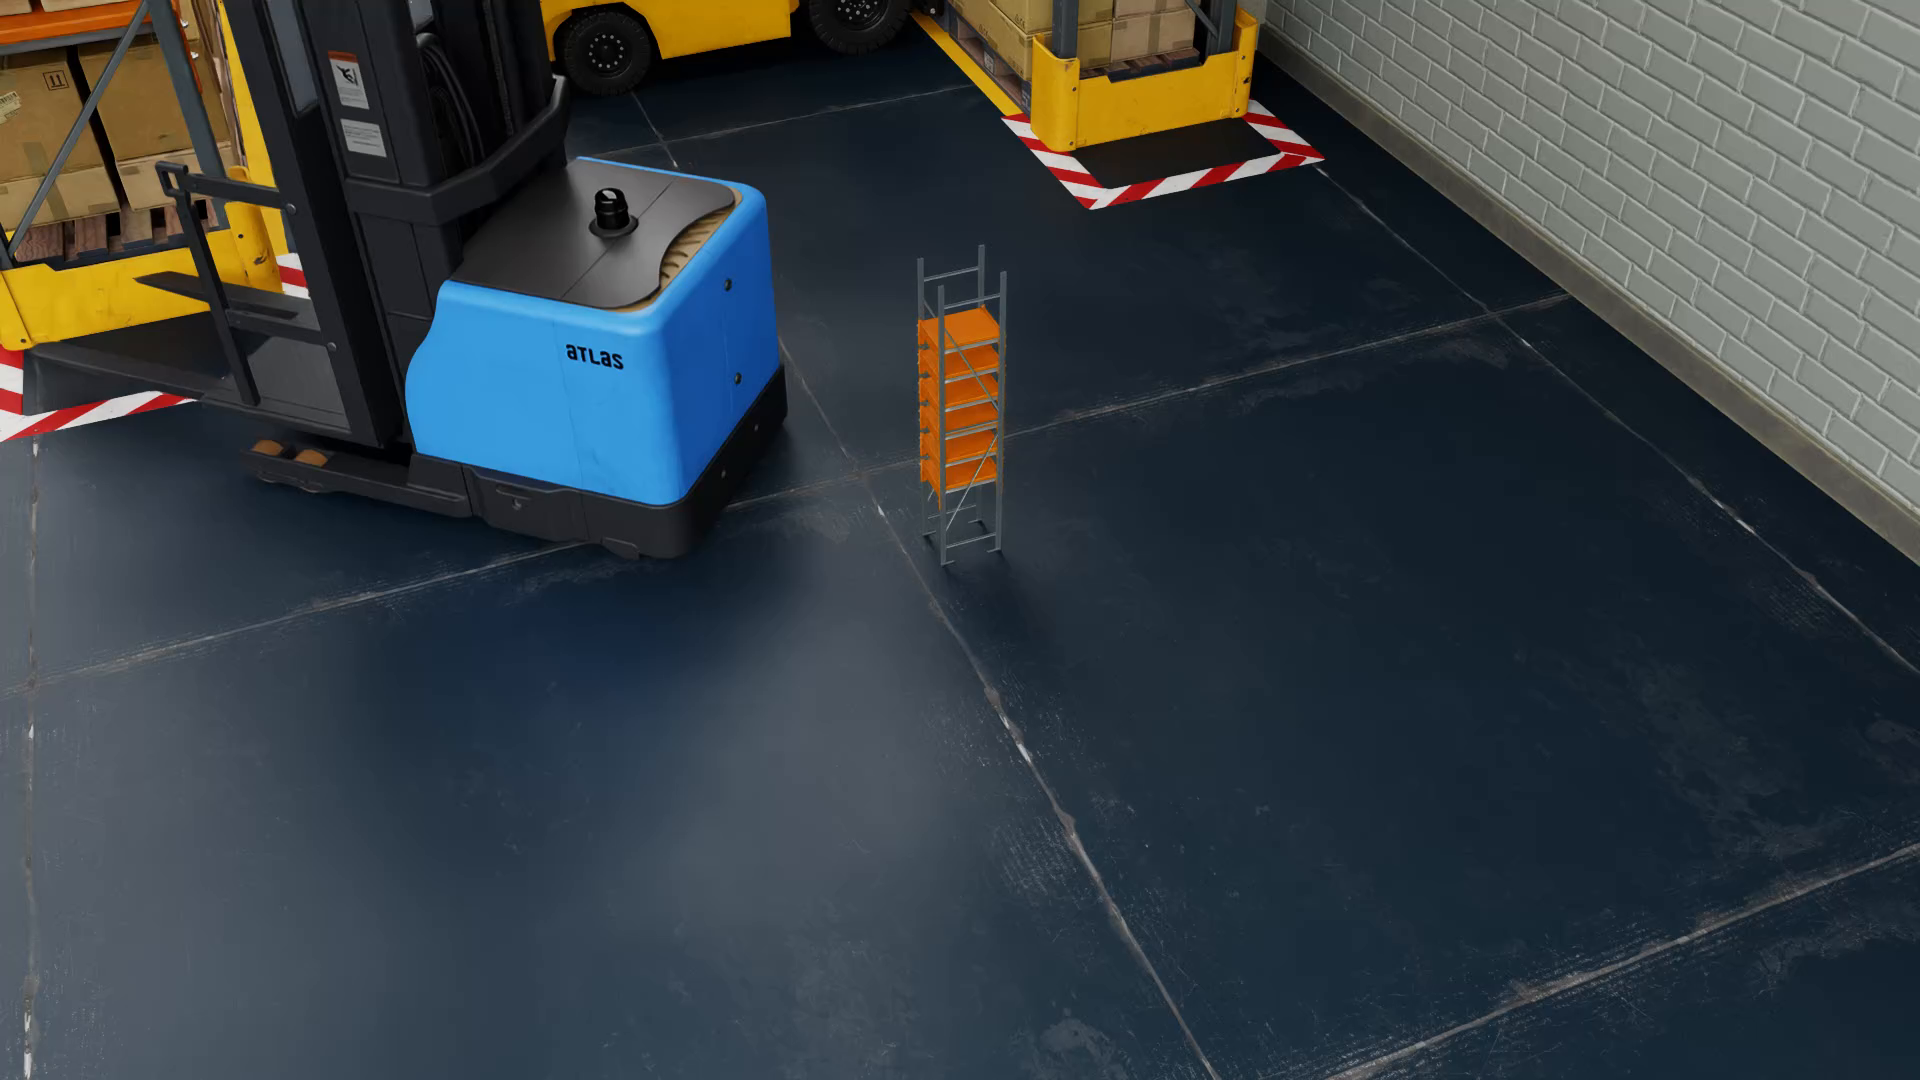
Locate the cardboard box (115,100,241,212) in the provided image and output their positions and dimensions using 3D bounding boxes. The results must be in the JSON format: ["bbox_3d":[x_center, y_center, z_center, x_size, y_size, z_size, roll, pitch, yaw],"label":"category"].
[{"bbox_3d":[-3.690,-1.820,7.852,0.500,0.250,0.500,-15,43,-17],"label":"cardboard box"}]

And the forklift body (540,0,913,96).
[{"bbox_3d":[-1.463,-3.754,8.966,2.313,2.155,1.214,-15,43,-17],"label":"forklift body"}]

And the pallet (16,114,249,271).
[{"bbox_3d":[-3.944,-1.635,7.989,1.003,0.211,1.213,-15,43,-17],"label":"pallet"}]

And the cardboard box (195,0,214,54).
[{"bbox_3d":[-4.088,-2.736,8.343,0.500,0.500,0.500,-14,43,-16],"label":"cardboard box"}]

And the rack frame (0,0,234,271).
[{"bbox_3d":[-3.637,-2.148,6.447,1.000,3.000,0.127,-15,43,-17],"label":"rack frame"}]

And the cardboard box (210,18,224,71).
[{"bbox_3d":[-4.099,-2.455,8.591,0.500,0.250,0.500,-12,42,-14],"label":"cardboard box"}]

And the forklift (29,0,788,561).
[{"bbox_3d":[-2.273,-1.608,5.872,3.031,2.935,1.130,12,42,14],"label":"forklift"}]

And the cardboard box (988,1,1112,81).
[{"bbox_3d":[0.476,-2.709,8.887,0.500,0.250,0.500,-15,43,-17],"label":"cardboard box"}]

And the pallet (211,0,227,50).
[{"bbox_3d":[-4.878,-3.105,9.698,1.003,0.211,1.213,-15,43,-17],"label":"pallet"}]

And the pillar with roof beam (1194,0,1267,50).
[{"bbox_3d":[-2.463,-5.234,5.434,9.100,9.000,0.400,-15,43,-17],"label":"pillar with roof beam"}]

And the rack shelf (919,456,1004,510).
[{"bbox_3d":[0.006,-0.231,6.034,0.258,0.103,0.180,-15,43,-17],"label":"rack shelf"}]

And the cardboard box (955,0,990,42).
[{"bbox_3d":[0.294,-3.011,9.238,0.500,0.250,0.500,-15,43,-17],"label":"cardboard box"}]

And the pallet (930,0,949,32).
[{"bbox_3d":[0.153,-3.515,10.176,1.003,0.211,1.213,-15,43,-17],"label":"pallet"}]

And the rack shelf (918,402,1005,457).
[{"bbox_3d":[0.006,-0.413,5.878,0.258,0.103,0.180,-15,43,-17],"label":"rack shelf"}]

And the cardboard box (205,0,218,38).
[{"bbox_3d":[-4.290,-2.759,8.945,0.500,0.250,0.500,-14,43,-16],"label":"cardboard box"}]

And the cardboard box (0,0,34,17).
[{"bbox_3d":[-3.978,-2.225,6.729,0.380,0.149,0.250,-14,43,-15],"label":"cardboard box"}]

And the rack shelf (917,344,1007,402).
[{"bbox_3d":[0.006,-0.594,5.721,0.258,0.103,0.180,-15,43,-17],"label":"rack shelf"}]

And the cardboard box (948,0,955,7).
[{"bbox_3d":[0.111,-3.315,9.591,0.500,0.250,0.500,-15,43,-16],"label":"cardboard box"}]

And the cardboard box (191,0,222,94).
[{"bbox_3d":[-3.904,-2.432,7.989,0.500,0.500,0.500,-17,43,-18],"label":"cardboard box"}]

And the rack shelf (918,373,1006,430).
[{"bbox_3d":[0.006,-0.504,5.799,0.258,0.103,0.180,-15,43,-17],"label":"rack shelf"}]

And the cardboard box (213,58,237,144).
[{"bbox_3d":[-3.878,-2.129,8.212,0.500,0.250,0.500,-14,43,-15],"label":"cardboard box"}]

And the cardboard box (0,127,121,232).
[{"bbox_3d":[-4.204,-1.699,7.712,0.500,0.250,0.500,-15,43,-17],"label":"cardboard box"}]

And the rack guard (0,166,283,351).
[{"bbox_3d":[-3.666,-1.246,7.316,1.175,0.500,0.348,-15,43,-17],"label":"rack guard"}]

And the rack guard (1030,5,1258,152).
[{"bbox_3d":[0.957,-2.426,8.688,1.175,0.500,0.348,-15,43,-17],"label":"rack guard"}]

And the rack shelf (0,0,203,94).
[{"bbox_3d":[-4.402,-3.080,8.083,1.077,0.370,4.000,-15,43,-17],"label":"rack shelf"}]

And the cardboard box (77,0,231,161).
[{"bbox_3d":[-3.700,-2.118,7.624,0.500,0.500,0.500,-16,43,-18],"label":"cardboard box"}]

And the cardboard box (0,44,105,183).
[{"bbox_3d":[-4.184,-1.967,7.448,0.500,0.500,0.500,-15,43,-17],"label":"cardboard box"}]

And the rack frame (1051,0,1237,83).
[{"bbox_3d":[0.948,-3.389,7.890,1.000,3.000,0.127,-15,43,-17],"label":"rack frame"}]

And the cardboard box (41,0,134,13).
[{"bbox_3d":[-3.576,-2.309,6.827,0.380,0.149,0.250,-15,43,-17],"label":"cardboard box"}]

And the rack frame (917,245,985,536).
[{"bbox_3d":[-0.029,-0.501,5.913,0.240,1.200,0.006,-15,43,-17],"label":"rack frame"}]

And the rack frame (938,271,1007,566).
[{"bbox_3d":[0.041,-0.391,5.785,0.240,1.200,0.006,-15,43,-17],"label":"rack frame"}]

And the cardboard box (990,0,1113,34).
[{"bbox_3d":[0.473,-2.910,8.737,0.500,0.250,0.500,-16,43,-17],"label":"cardboard box"}]

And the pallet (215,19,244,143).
[{"bbox_3d":[-4.407,-2.368,8.842,1.003,0.211,1.213,-15,43,-17],"label":"pallet"}]

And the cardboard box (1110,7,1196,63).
[{"bbox_3d":[0.940,-2.850,9.050,0.500,0.250,0.500,-15,43,-17],"label":"cardboard box"}]

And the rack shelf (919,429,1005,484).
[{"bbox_3d":[0.006,-0.322,5.956,0.258,0.103,0.180,-15,43,-17],"label":"rack shelf"}]

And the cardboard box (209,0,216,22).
[{"bbox_3d":[-4.480,-3.067,9.303,0.500,0.250,0.500,-16,43,-18],"label":"cardboard box"}]

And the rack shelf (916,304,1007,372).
[{"bbox_3d":[0.006,-0.685,5.643,0.258,0.103,0.180,-15,43,-17],"label":"rack shelf"}]

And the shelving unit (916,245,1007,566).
[{"bbox_3d":[0.006,-0.446,5.849,0.258,1.200,0.189,-15,43,-17],"label":"shelving unit"}]

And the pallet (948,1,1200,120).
[{"bbox_3d":[0.616,-2.782,9.323,1.003,0.211,1.213,-15,43,-17],"label":"pallet"}]

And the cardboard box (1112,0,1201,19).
[{"bbox_3d":[0.960,-3.030,8.876,0.500,0.250,0.500,-14,43,-16],"label":"cardboard box"}]
